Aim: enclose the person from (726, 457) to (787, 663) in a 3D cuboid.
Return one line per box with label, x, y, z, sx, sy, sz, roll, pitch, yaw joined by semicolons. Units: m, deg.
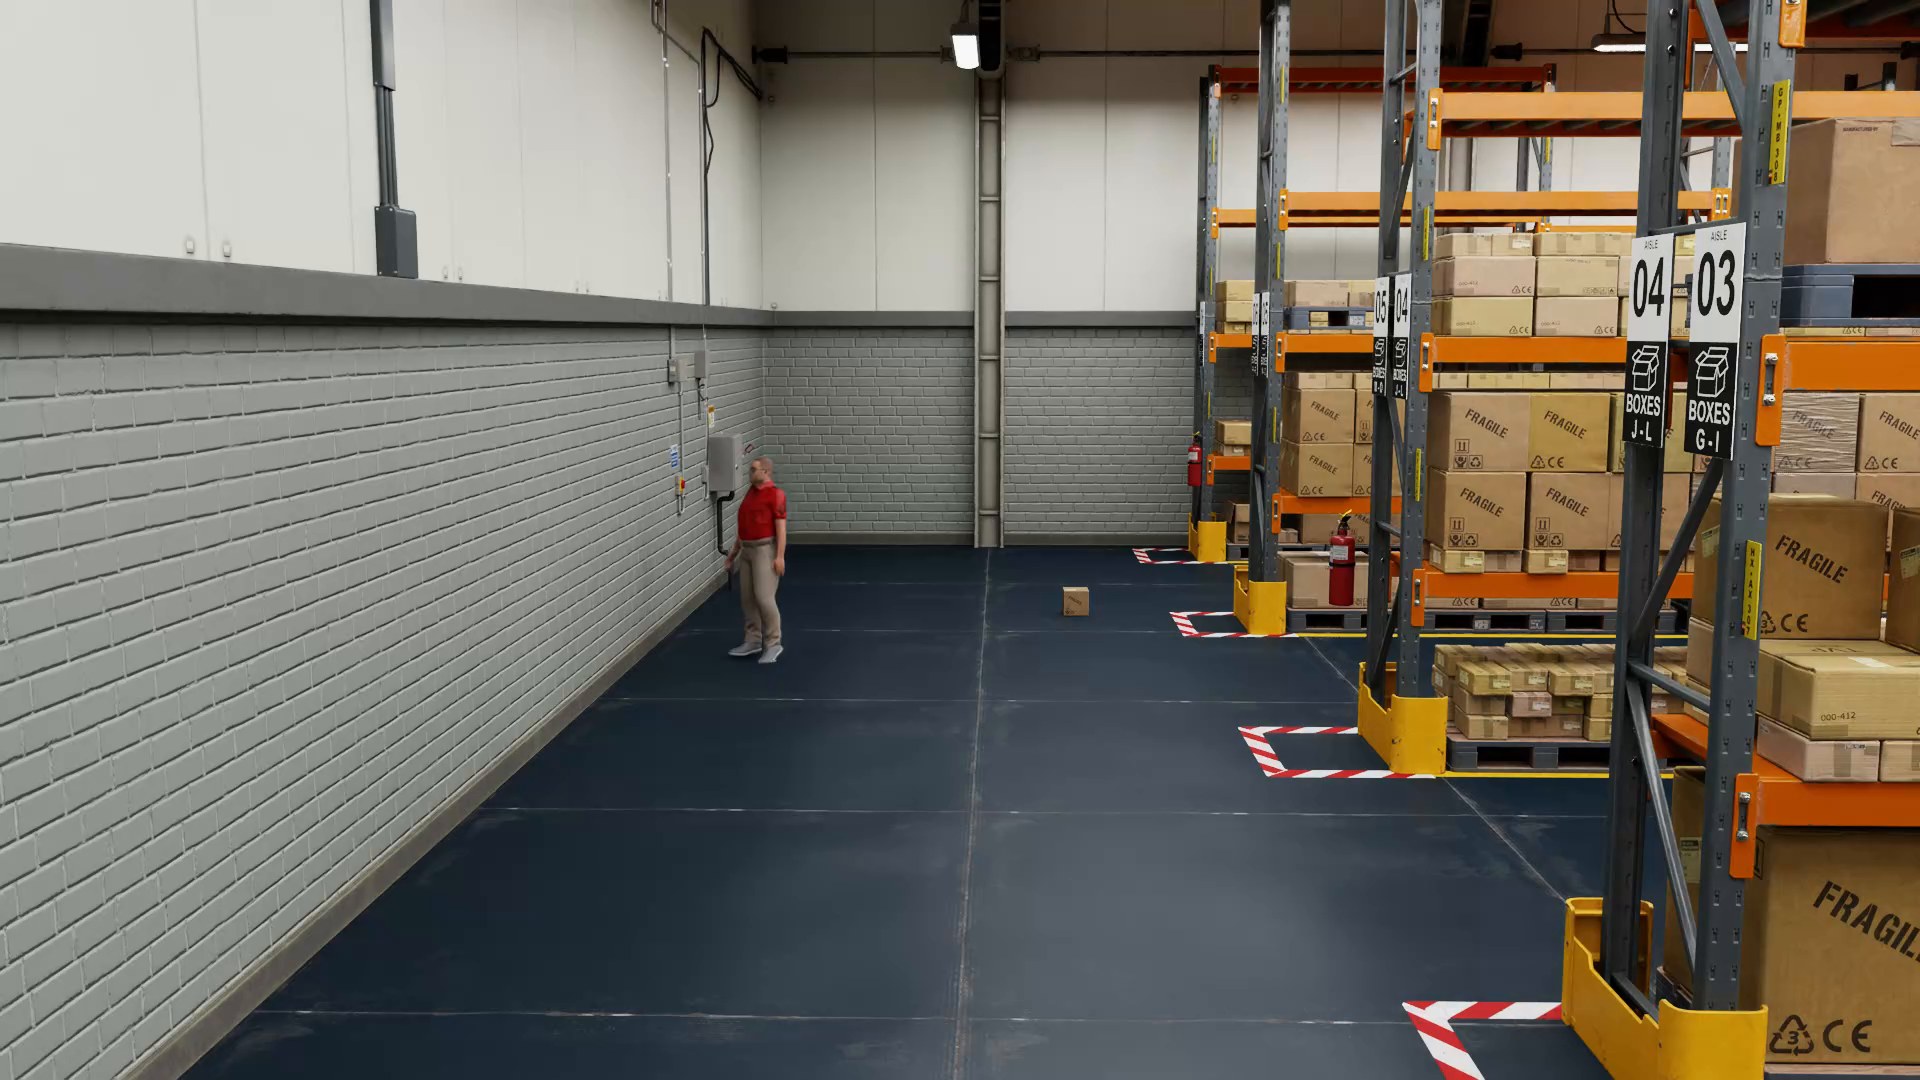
person;-1.784;0.184;14.459;0.451;1.805;0.584;-6;9;-40
